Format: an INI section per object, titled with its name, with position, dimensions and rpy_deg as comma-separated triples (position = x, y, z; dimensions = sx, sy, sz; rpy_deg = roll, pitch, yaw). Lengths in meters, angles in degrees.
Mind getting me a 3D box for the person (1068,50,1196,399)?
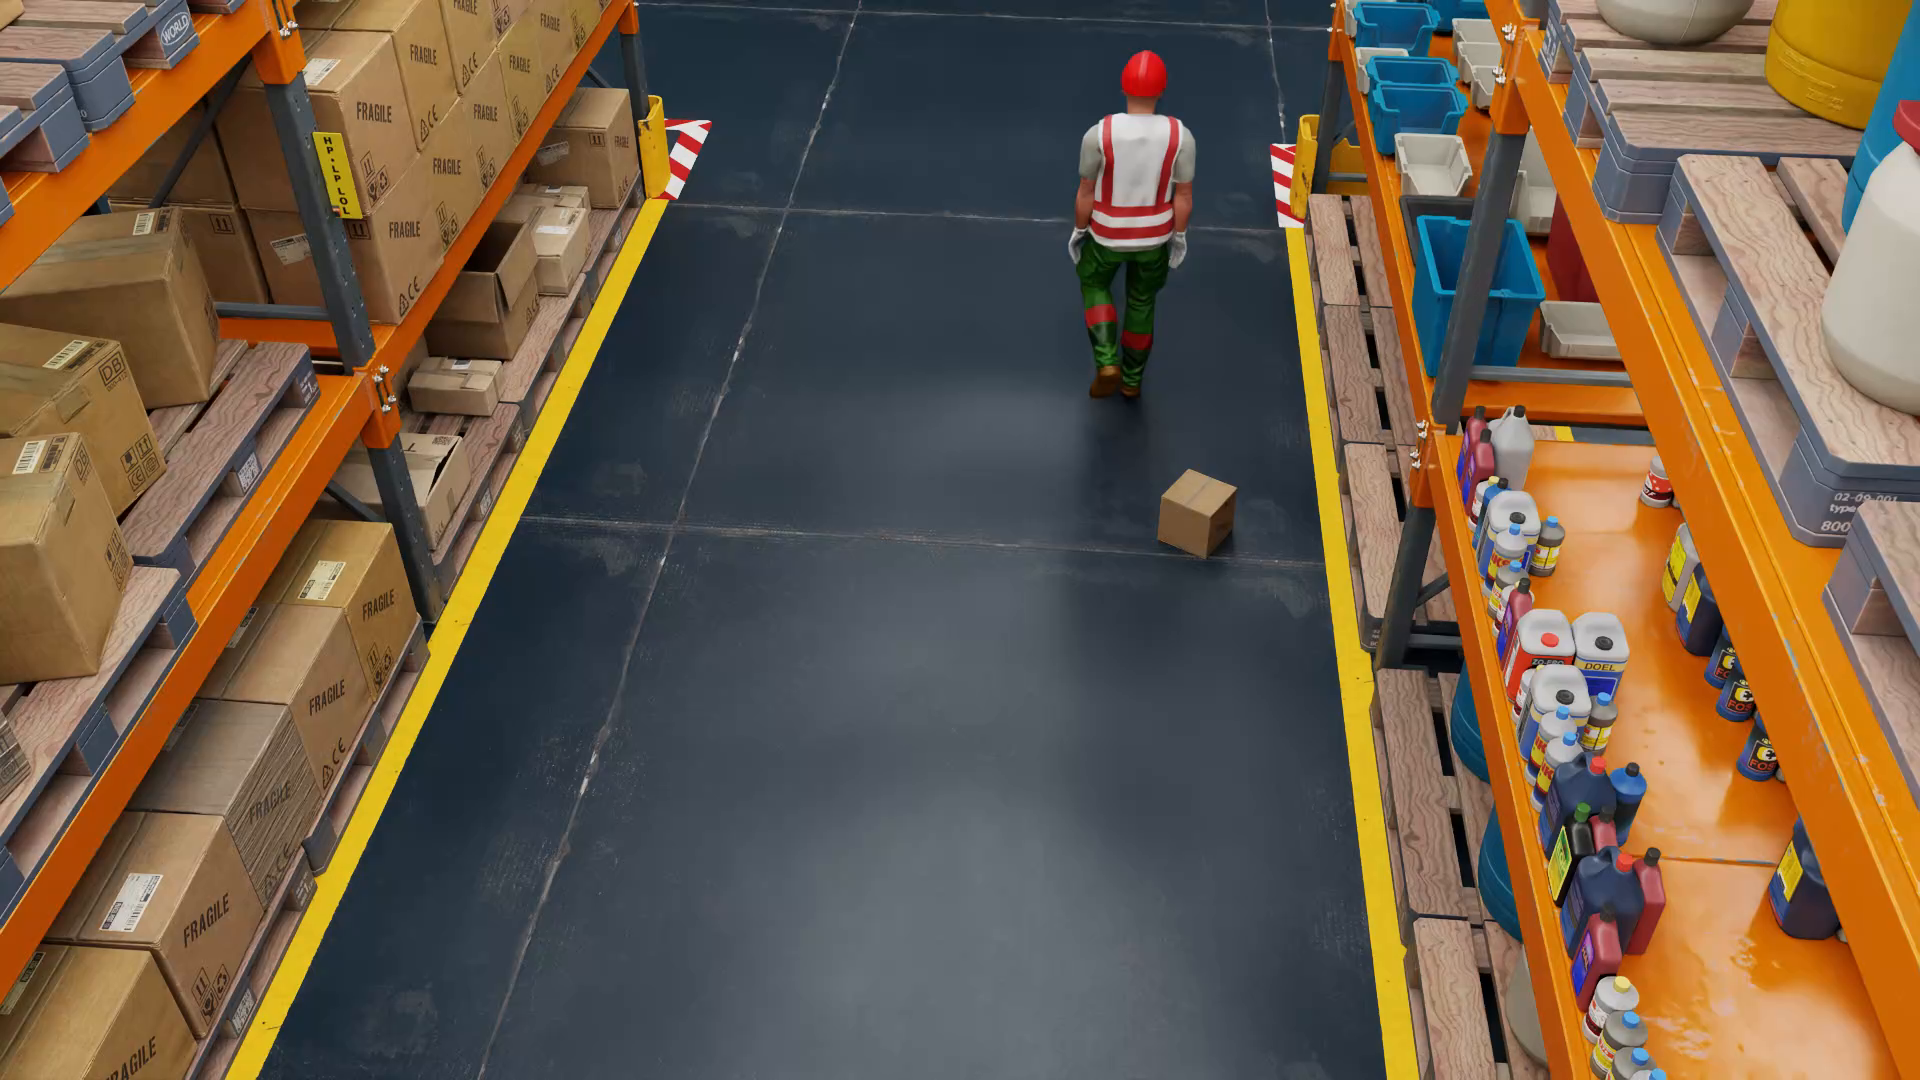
[person]
position = 0.794, -1.430, 7.817
dimensions = 0.565, 1.780, 0.514
rpy_deg = 0, 40, 0
